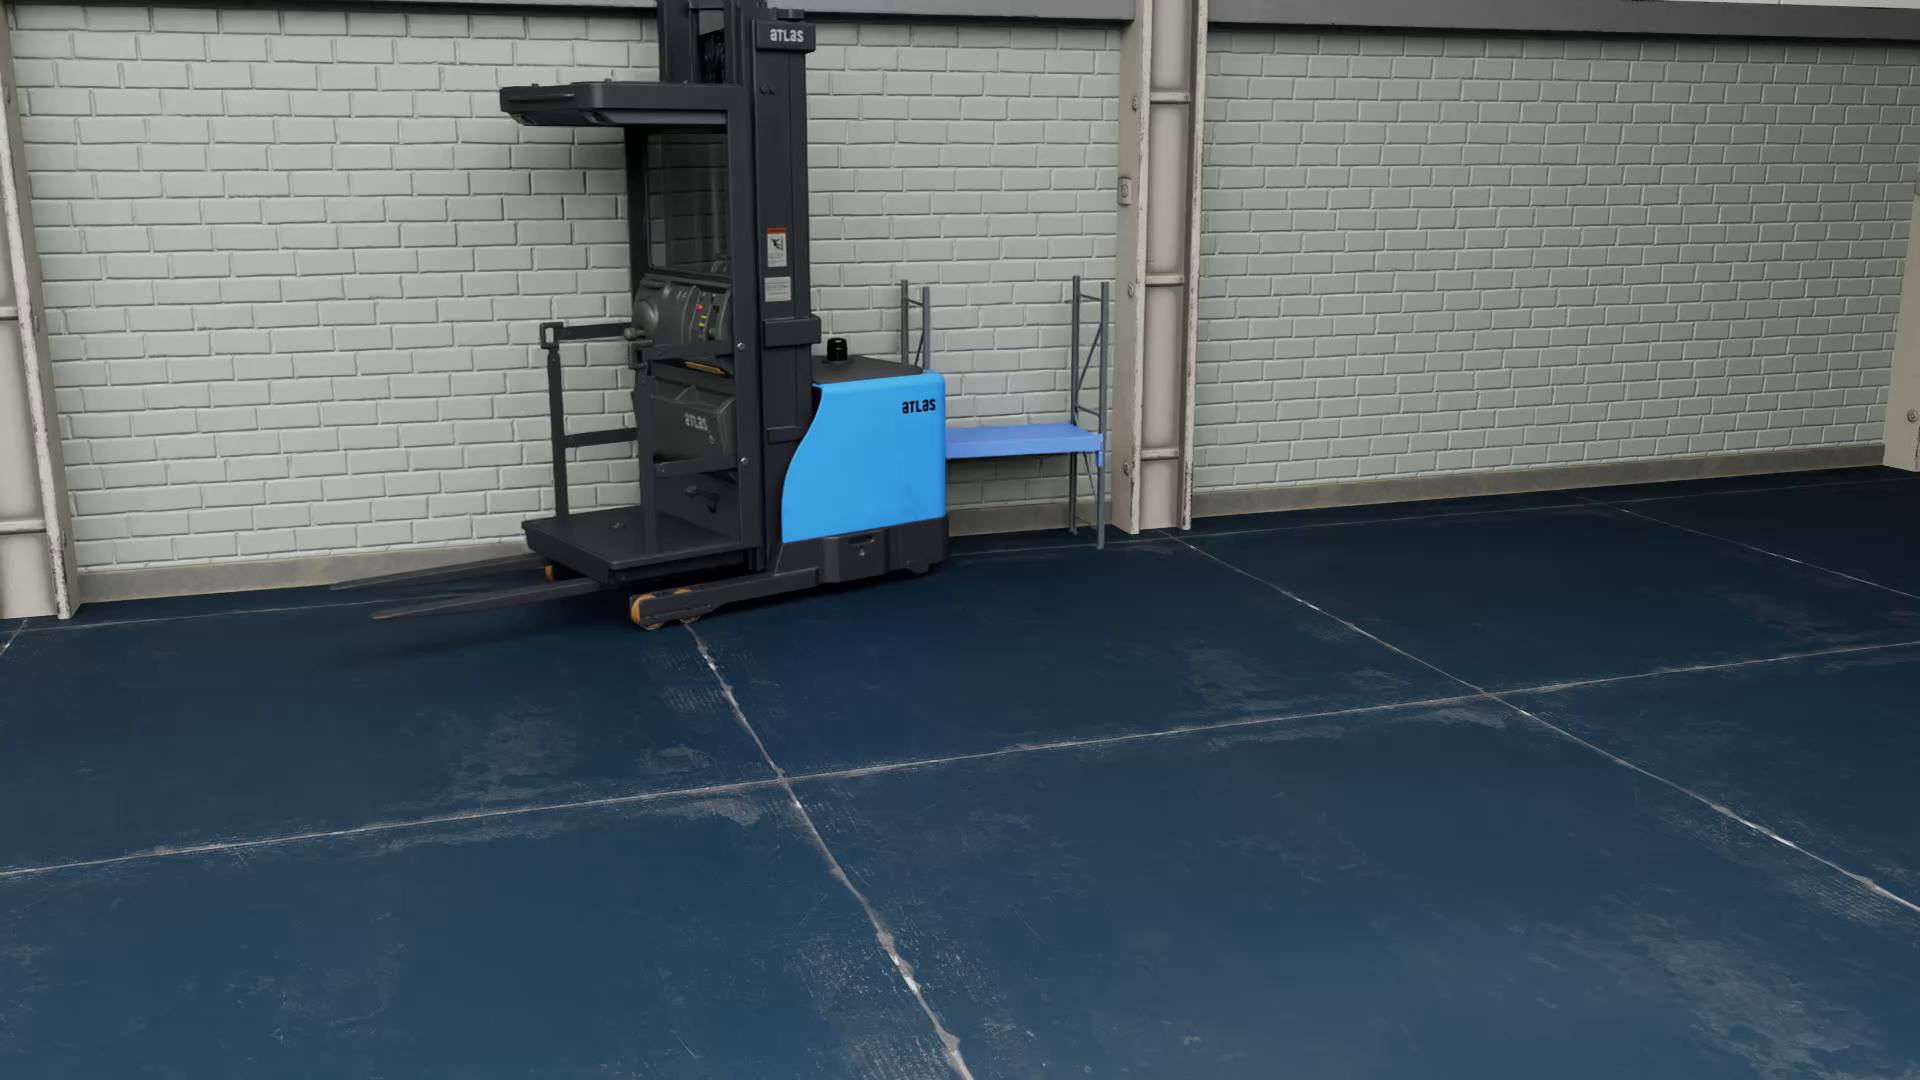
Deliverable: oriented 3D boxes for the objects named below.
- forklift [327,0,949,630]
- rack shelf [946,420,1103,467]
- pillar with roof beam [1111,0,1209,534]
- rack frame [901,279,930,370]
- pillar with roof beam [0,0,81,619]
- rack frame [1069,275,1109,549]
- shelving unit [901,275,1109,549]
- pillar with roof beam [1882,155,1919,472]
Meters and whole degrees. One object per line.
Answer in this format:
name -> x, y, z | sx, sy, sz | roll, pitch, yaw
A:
forklift -> -1.543, -1.139, 8.099 | 3.031, 2.935, 1.130 | -10, 17, -36
rack shelf -> 0.244, -0.525, 9.384 | 1.000, 0.185, 0.538 | -4, 14, -16
pillar with roof beam -> 2.517, -3.518, 4.985 | 0.400, 9.000, 9.100 | -4, 14, -18
rack frame -> -0.244, -0.666, 9.202 | 0.032, 1.500, 0.500 | -4, 14, -16
pillar with roof beam -> -3.170, -3.075, 3.123 | 0.400, 9.000, 9.100 | -4, 14, -18
rack frame -> 0.731, -0.733, 9.483 | 0.032, 1.500, 0.500 | -4, 14, -16
shelving unit -> 0.244, -0.700, 9.343 | 1.048, 1.500, 0.538 | -4, 14, -16
pillar with roof beam -> 8.204, -3.960, 6.847 | 0.400, 9.000, 9.100 | -4, 14, -18
